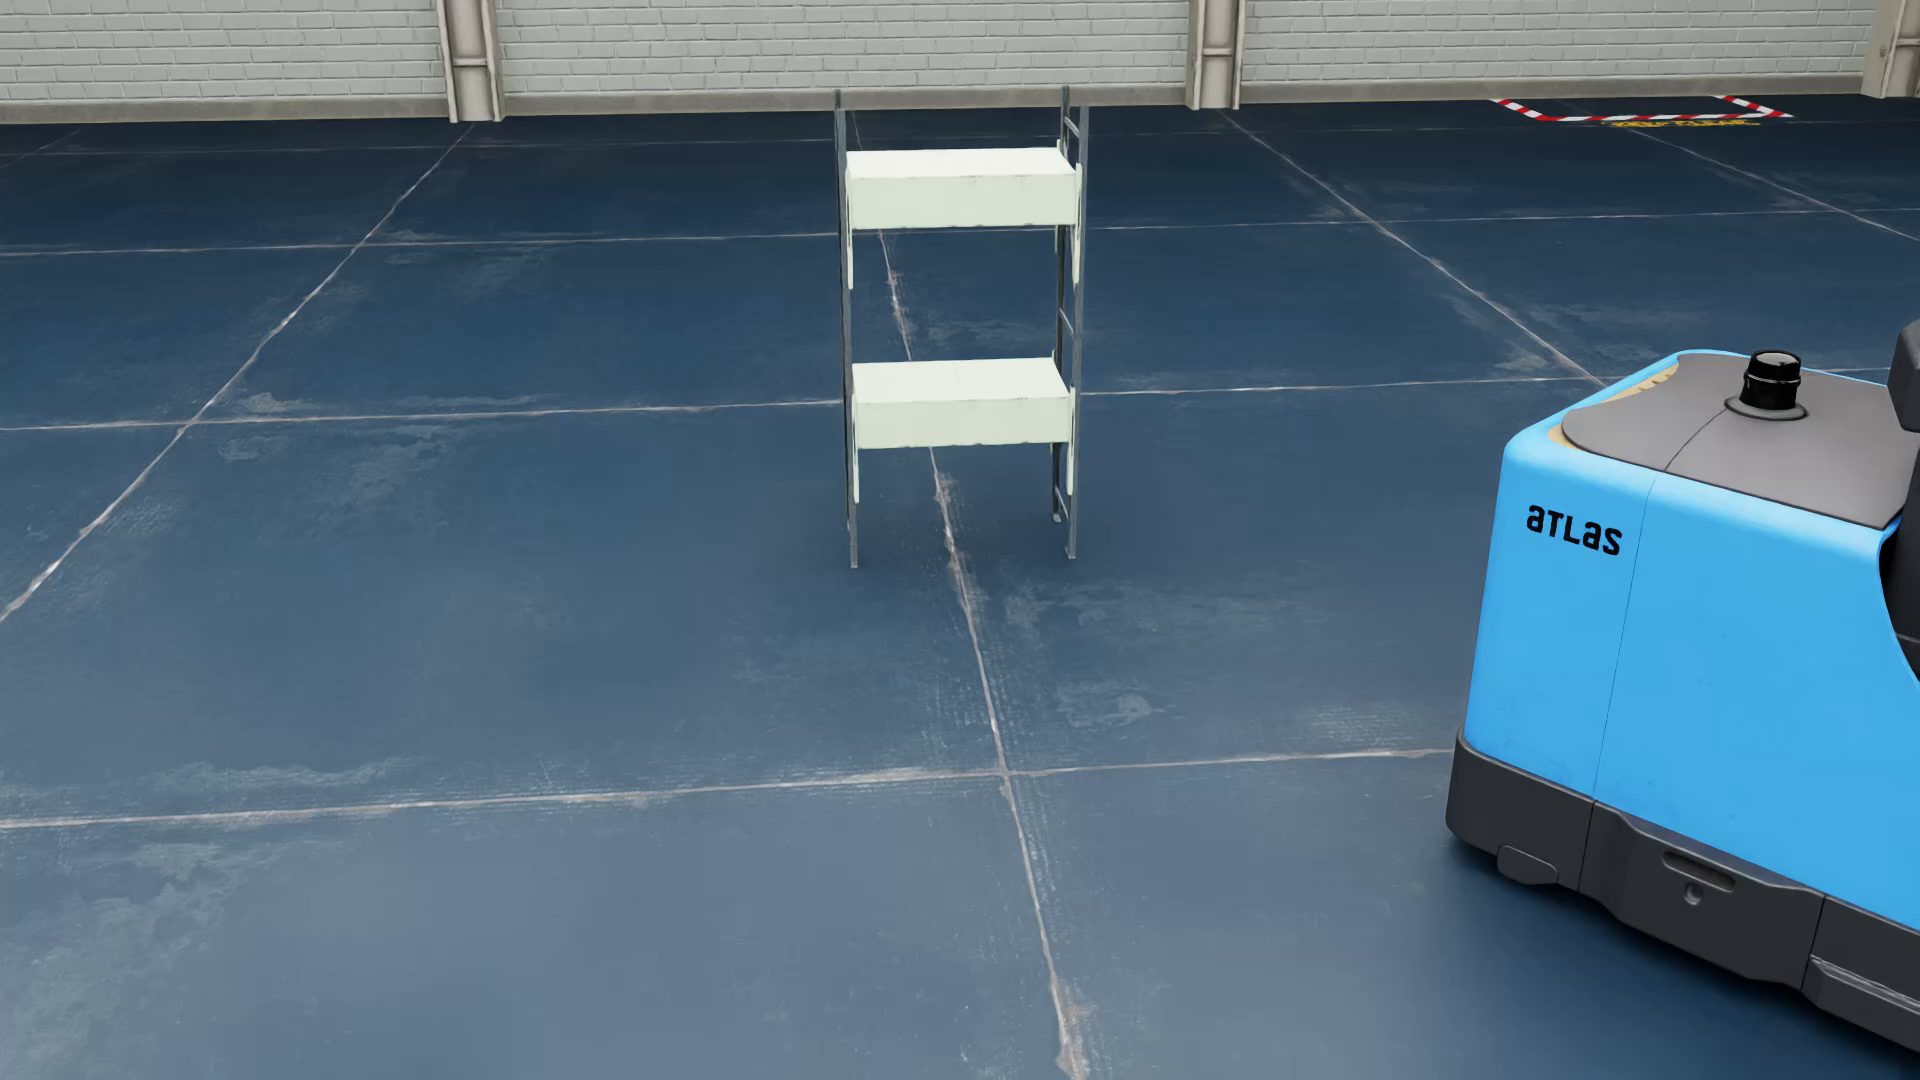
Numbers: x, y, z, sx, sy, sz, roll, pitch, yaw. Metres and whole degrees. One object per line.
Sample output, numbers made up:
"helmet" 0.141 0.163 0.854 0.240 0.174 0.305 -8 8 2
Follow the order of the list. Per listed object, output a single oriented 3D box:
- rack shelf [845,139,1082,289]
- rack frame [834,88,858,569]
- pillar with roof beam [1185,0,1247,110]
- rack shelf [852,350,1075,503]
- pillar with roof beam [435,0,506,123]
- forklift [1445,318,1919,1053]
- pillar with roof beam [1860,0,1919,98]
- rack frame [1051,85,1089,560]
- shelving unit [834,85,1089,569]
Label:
"rack shelf" -0.007 -1.042 5.286 0.720 0.370 0.431 -2 24 -5
"rack frame" -0.371 -0.670 5.412 0.023 1.500 0.400 -2 24 -5
"pillar with roof beam" 2.527 -5.995 8.159 0.400 9.000 9.100 -2 24 -5
"rack shelf" -0.007 -0.387 5.577 0.720 0.370 0.431 -2 24 -5
"pillar with roof beam" -3.444 -5.755 7.620 0.400 9.000 9.100 -2 24 -5
"forklift" 2.576 -0.300 2.817 3.031 2.935 1.130 22 32 40
"pillar with roof beam" 8.498 -6.235 8.697 0.400 9.000 9.100 -2 24 -5
"rack frame" 0.358 -0.700 5.478 0.023 1.500 0.400 -2 24 -5
"shelving unit" -0.007 -0.685 5.445 0.755 1.500 0.431 -2 24 -5
